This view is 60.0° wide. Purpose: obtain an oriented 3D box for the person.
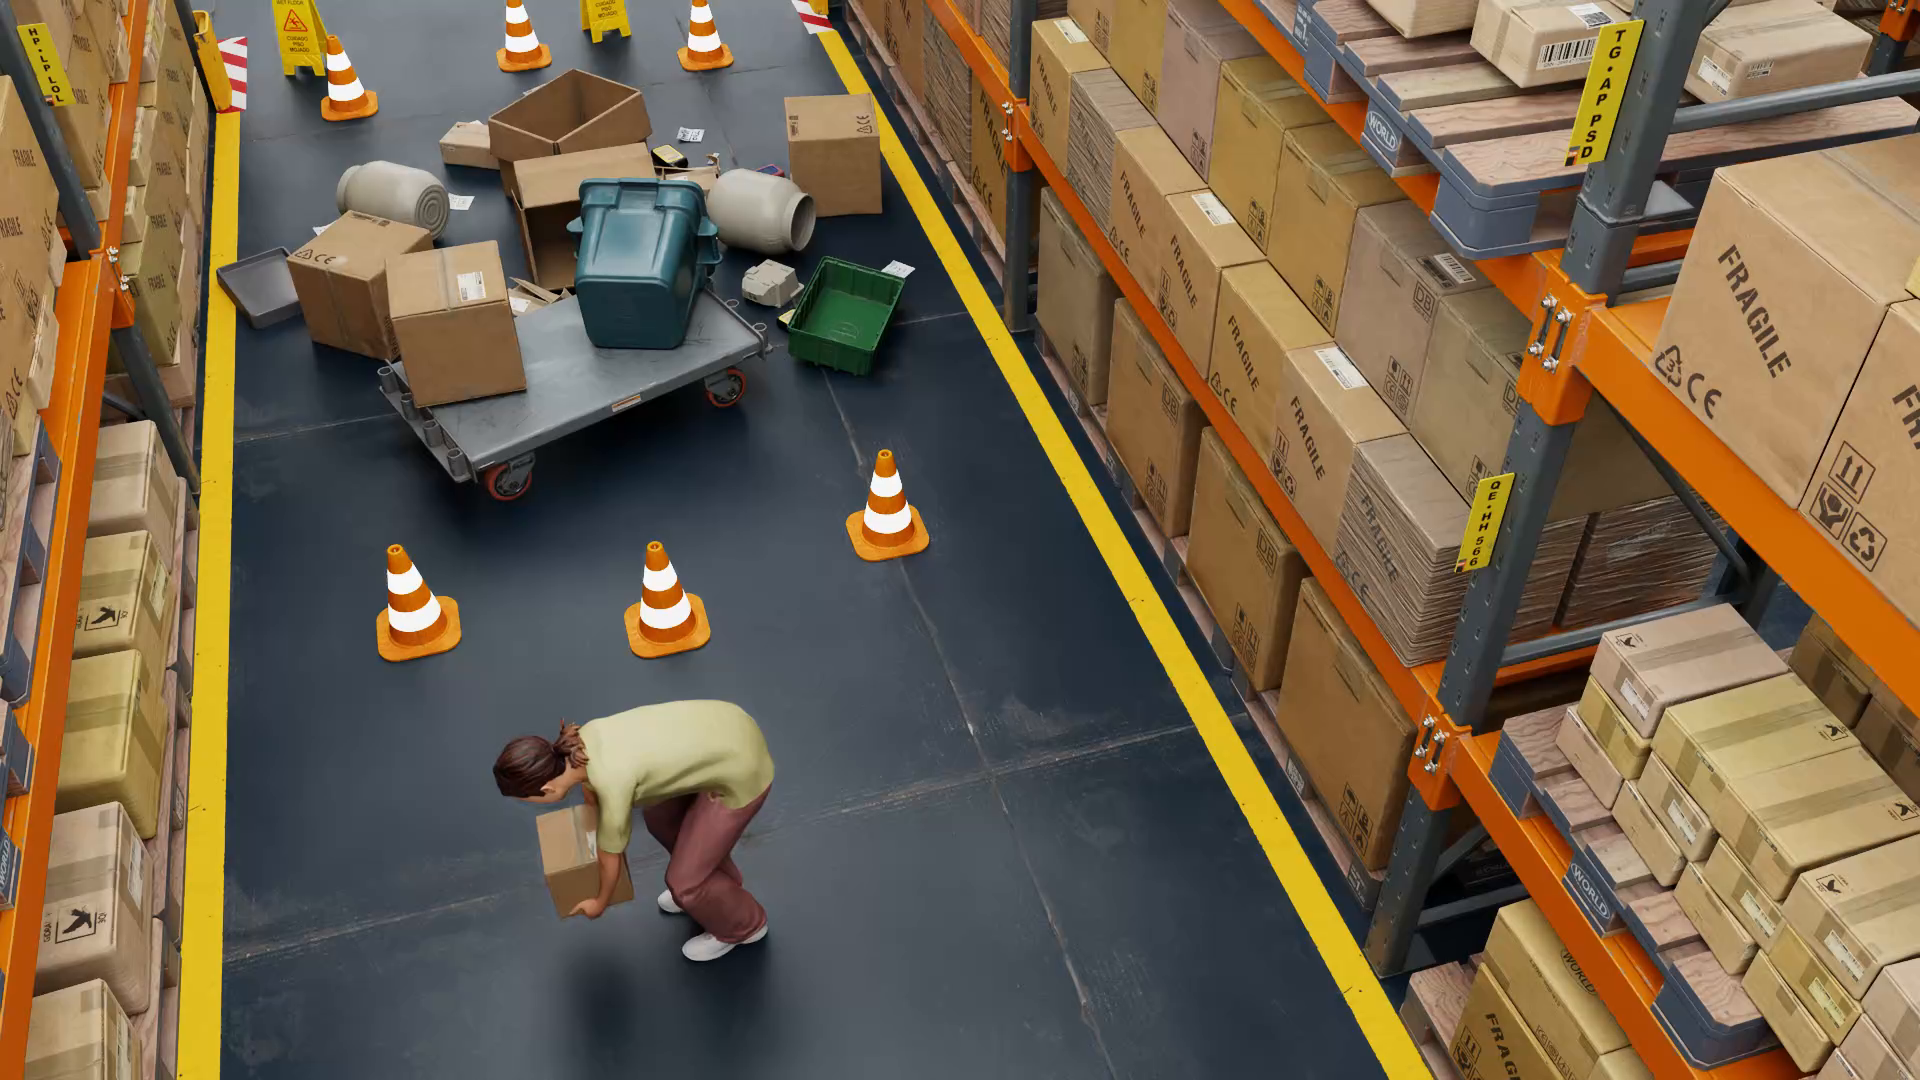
[{"bbox_3d":[-1.025,0.965,5.500,0.853,1.143,0.440,-14,44,-15],"label":"person"}]
